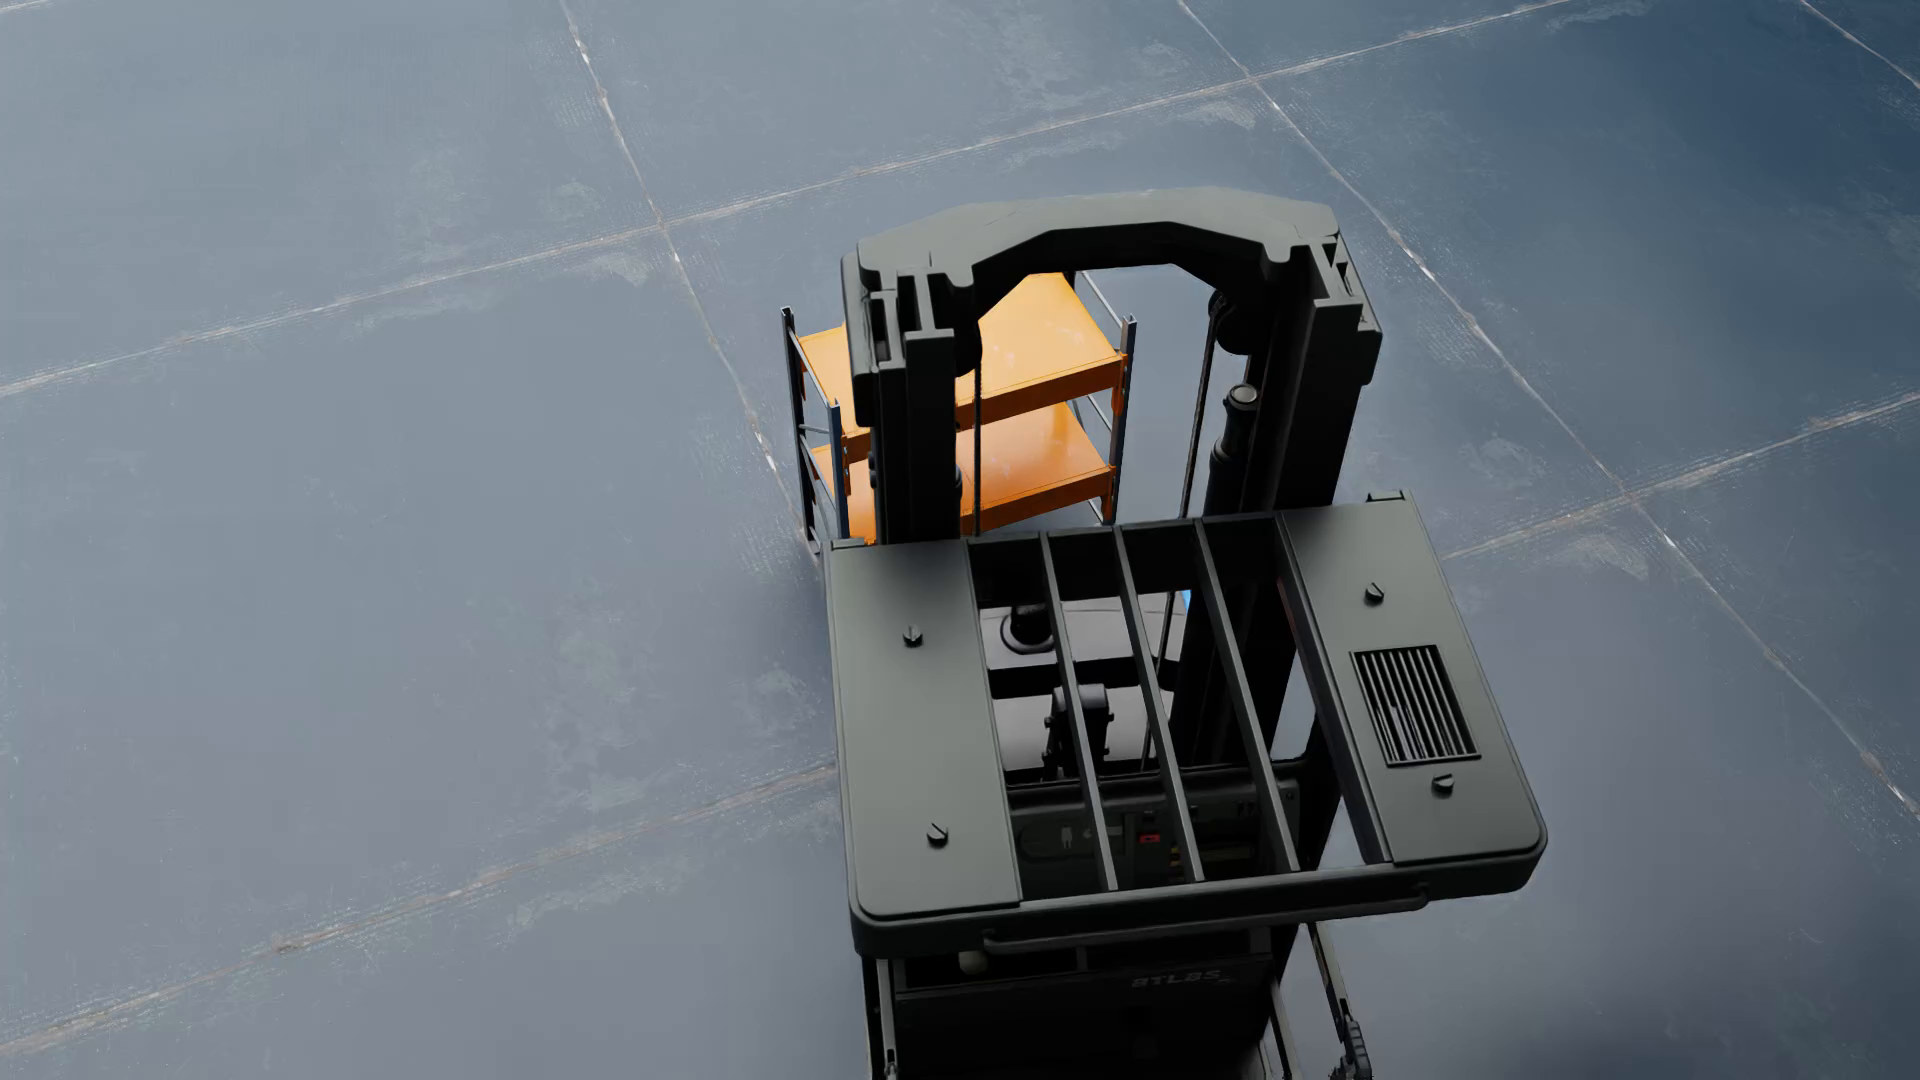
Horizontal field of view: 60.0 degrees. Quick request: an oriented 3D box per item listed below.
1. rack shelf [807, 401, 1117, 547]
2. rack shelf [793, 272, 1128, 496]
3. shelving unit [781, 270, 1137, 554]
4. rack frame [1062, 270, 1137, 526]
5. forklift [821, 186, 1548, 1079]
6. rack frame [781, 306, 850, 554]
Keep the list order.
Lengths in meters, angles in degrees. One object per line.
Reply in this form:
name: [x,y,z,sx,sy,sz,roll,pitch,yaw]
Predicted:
rack shelf: [-0.006,-0.205,6.007,1.000,0.278,0.538,-17,52,-14]
rack shelf: [-0.006,-0.555,5.600,1.000,0.278,0.538,-17,52,-14]
shelving unit: [-0.006,-0.365,5.822,1.048,1.125,0.538,-17,52,-14]
rack frame: [0.464,-0.510,5.947,0.032,1.125,0.500,-17,52,-14]
forklift: [0.325,0.853,3.585,1.130,2.935,3.031,-5,50,-4]
rack frame: [-0.477,-0.219,5.696,0.032,1.125,0.500,-17,52,-14]
